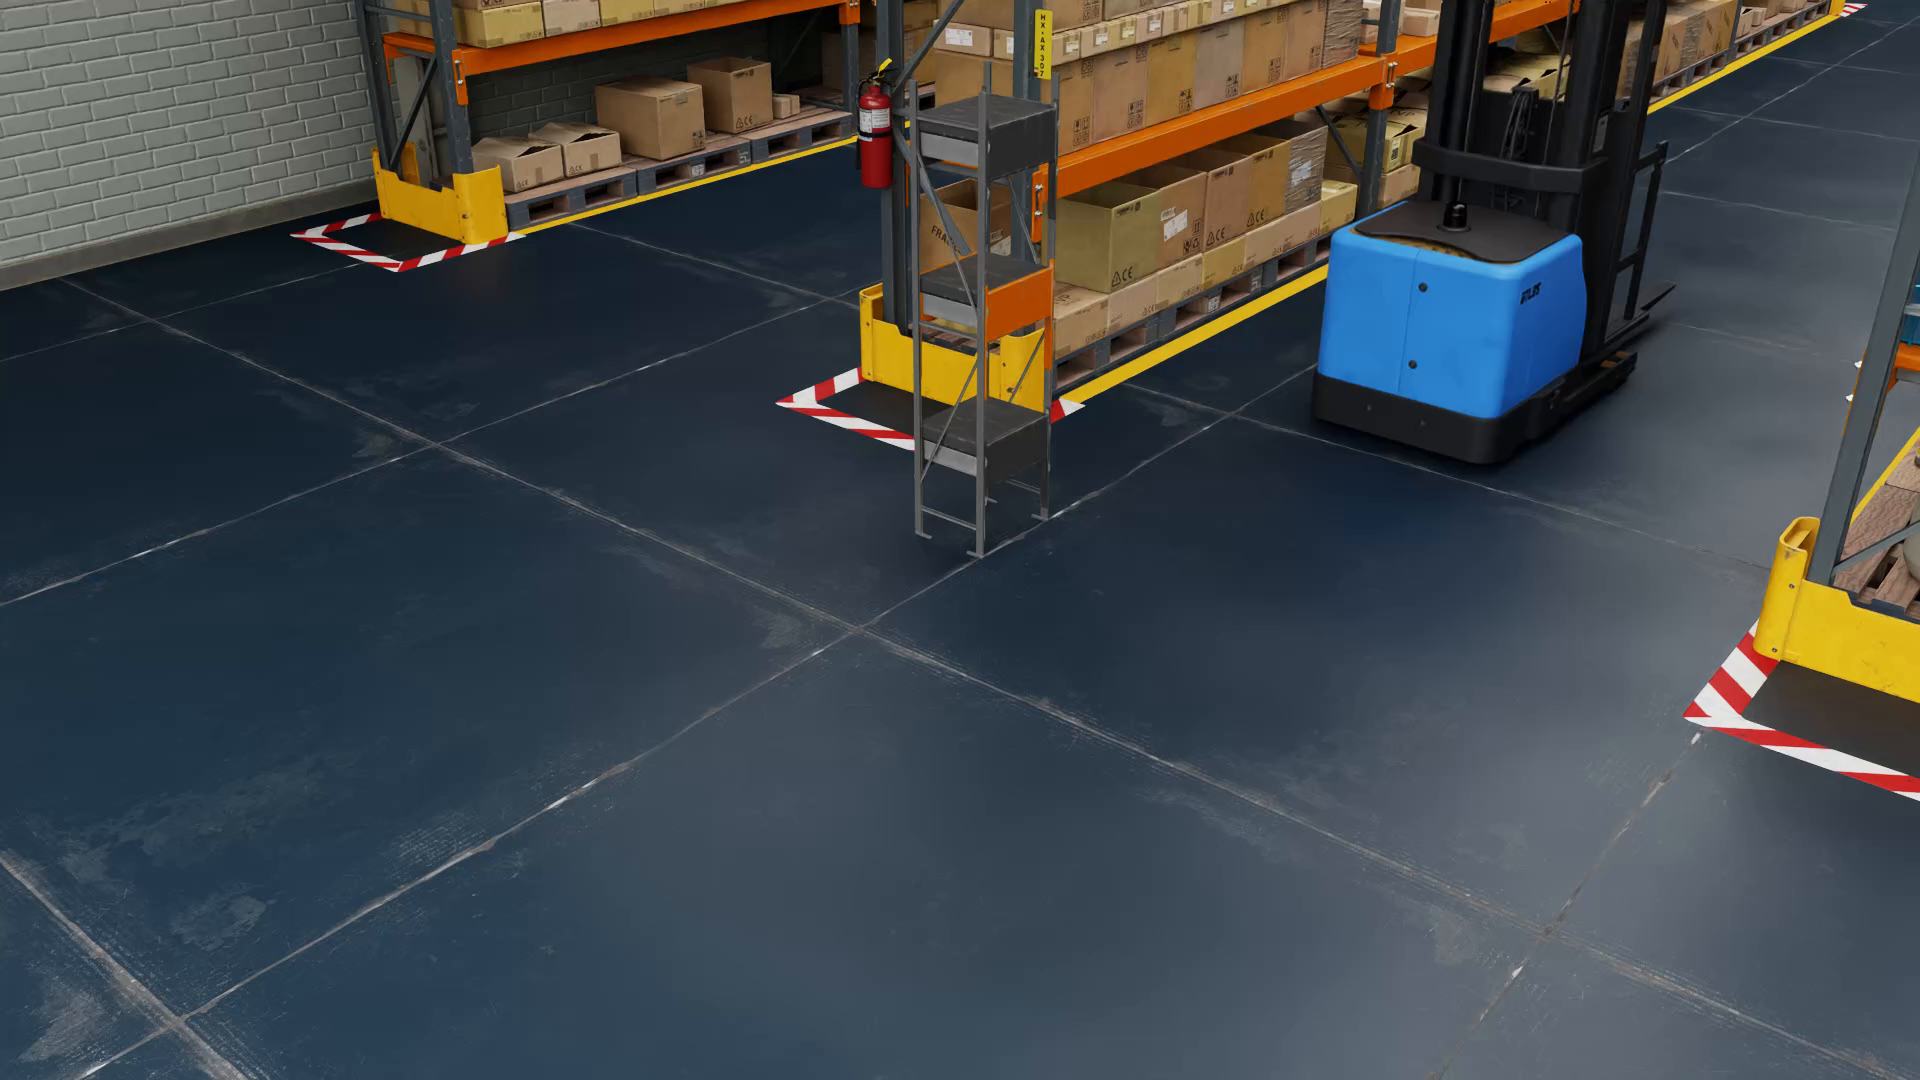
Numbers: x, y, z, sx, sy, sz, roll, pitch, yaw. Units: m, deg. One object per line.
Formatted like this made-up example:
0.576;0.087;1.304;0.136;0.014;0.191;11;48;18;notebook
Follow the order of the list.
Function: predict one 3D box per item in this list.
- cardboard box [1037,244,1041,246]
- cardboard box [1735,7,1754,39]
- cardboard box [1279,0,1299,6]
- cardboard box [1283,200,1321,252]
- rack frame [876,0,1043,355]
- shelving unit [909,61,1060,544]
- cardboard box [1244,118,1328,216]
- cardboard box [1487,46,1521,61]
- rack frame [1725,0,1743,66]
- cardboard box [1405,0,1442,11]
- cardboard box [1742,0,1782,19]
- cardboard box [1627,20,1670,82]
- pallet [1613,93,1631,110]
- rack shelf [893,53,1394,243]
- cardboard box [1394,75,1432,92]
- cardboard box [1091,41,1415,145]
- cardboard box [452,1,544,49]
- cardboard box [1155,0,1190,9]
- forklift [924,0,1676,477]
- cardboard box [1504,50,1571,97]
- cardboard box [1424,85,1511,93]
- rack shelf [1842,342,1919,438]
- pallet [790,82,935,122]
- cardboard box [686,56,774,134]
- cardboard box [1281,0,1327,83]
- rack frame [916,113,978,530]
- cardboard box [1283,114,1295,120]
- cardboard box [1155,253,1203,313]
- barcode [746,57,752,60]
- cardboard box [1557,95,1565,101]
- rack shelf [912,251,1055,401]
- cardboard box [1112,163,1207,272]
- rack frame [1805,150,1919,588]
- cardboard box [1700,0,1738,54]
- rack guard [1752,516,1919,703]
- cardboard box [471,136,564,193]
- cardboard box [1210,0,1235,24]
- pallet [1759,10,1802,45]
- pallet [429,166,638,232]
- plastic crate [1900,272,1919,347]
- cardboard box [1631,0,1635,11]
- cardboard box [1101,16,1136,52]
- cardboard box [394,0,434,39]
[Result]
0.722;-1.774;10.451;0.500;0.250;0.500;21;34;34;cardboard box
8.050;-5.515;17.594;0.500;0.311;0.500;21;34;34;cardboard box
1.871;-3.405;10.253;0.380;0.149;0.250;21;34;34;cardboard box
2.076;-2.155;11.186;0.500;0.250;0.500;21;34;34;cardboard box
-0.017;-2.174;8.688;1.000;3.000;0.127;21;34;34;rack frame
0.107;-0.992;7.383;0.431;2.100;0.499;21;34;34;shelving unit
2.074;-2.488;11.015;0.500;0.500;0.500;21;34;34;cardboard box
4.512;-4.125;14.384;0.500;0.311;0.500;22;35;36;cardboard box
7.616;-6.429;16.912;1.000;3.000;0.127;21;34;34;rack frame
3.364;-4.091;12.284;0.500;0.500;0.500;24;36;38;cardboard box
8.807;-6.183;18.675;0.797;0.503;0.637;21;34;34;cardboard box
6.233;-4.537;15.497;0.500;0.500;0.500;20;34;34;cardboard box
5.576;-4.025;15.302;1.003;0.211;1.213;21;34;34;pallet
1.255;-2.564;10.224;1.077;0.370;4.000;21;34;34;rack shelf
3.532;-3.574;13.318;0.500;0.311;0.500;20;34;34;cardboard box
1.952;-3.011;11.112;1.023;1.340;4.930;22;34;36;cardboard box
-3.286;-3.643;11.669;0.500;0.250;0.500;20;33;33;cardboard box
0.974;-3.342;9.425;0.700;0.500;0.500;21;34;35;cardboard box
2.234;-1.987;8.401;1.782;2.935;5.295;22;34;35;forklift
4.929;-3.967;14.079;0.500;0.311;0.500;22;34;36;cardboard box
3.960;-3.426;13.032;0.500;0.311;0.500;22;34;36;cardboard box
5.075;-1.115;7.423;1.077;0.370;4.000;21;34;34;rack shelf
-0.803;-4.077;15.400;1.003;0.211;1.213;21;34;34;pallet
-1.927;-3.744;13.965;0.500;0.500;0.500;18;32;31;cardboard box
1.920;-3.288;10.733;0.700;0.500;0.500;20;34;34;cardboard box
-0.049;-0.904;7.213;0.380;1.831;0.006;21;34;34;rack frame
1.991;-2.818;11.651;0.500;0.500;0.500;21;34;34;cardboard box
1.130;-1.620;10.152;0.500;0.250;0.500;21;34;34;cardboard box
-1.826;-4.145;14.390;0.001;0.075;0.075;21;34;34;barcode
4.925;-3.718;14.208;0.500;0.250;0.500;22;34;36;cardboard box
0.105;-0.979;7.387;0.431;0.518;0.480;21;34;34;rack shelf
1.121;-1.956;9.986;0.500;0.500;0.500;21;34;34;cardboard box
3.803;-0.725;5.887;1.000;3.000;0.127;21;34;34;rack frame
7.523;-5.255;16.885;0.500;0.500;0.500;21;34;34;cardboard box
3.815;0.345;6.540;1.175;0.500;0.348;21;34;34;rack guard
-3.332;-2.841;12.424;0.500;0.311;0.500;17;32;29;cardboard box
1.377;-3.127;9.716;0.380;0.149;0.250;21;34;35;cardboard box
8.829;-5.868;18.863;1.003;0.211;1.213;21;34;34;pallet
-3.249;-2.687;12.713;1.003;0.211;1.213;21;34;34;pallet
3.891;-0.924;6.433;0.499;0.251;0.616;21;34;34;plastic crate
6.166;-5.214;15.990;0.500;0.250;0.500;20;33;33;cardboard box
0.725;-2.765;9.016;0.380;0.149;0.250;21;34;35;cardboard box
-3.694;-3.785;11.944;0.500;0.250;0.500;21;34;35;cardboard box
